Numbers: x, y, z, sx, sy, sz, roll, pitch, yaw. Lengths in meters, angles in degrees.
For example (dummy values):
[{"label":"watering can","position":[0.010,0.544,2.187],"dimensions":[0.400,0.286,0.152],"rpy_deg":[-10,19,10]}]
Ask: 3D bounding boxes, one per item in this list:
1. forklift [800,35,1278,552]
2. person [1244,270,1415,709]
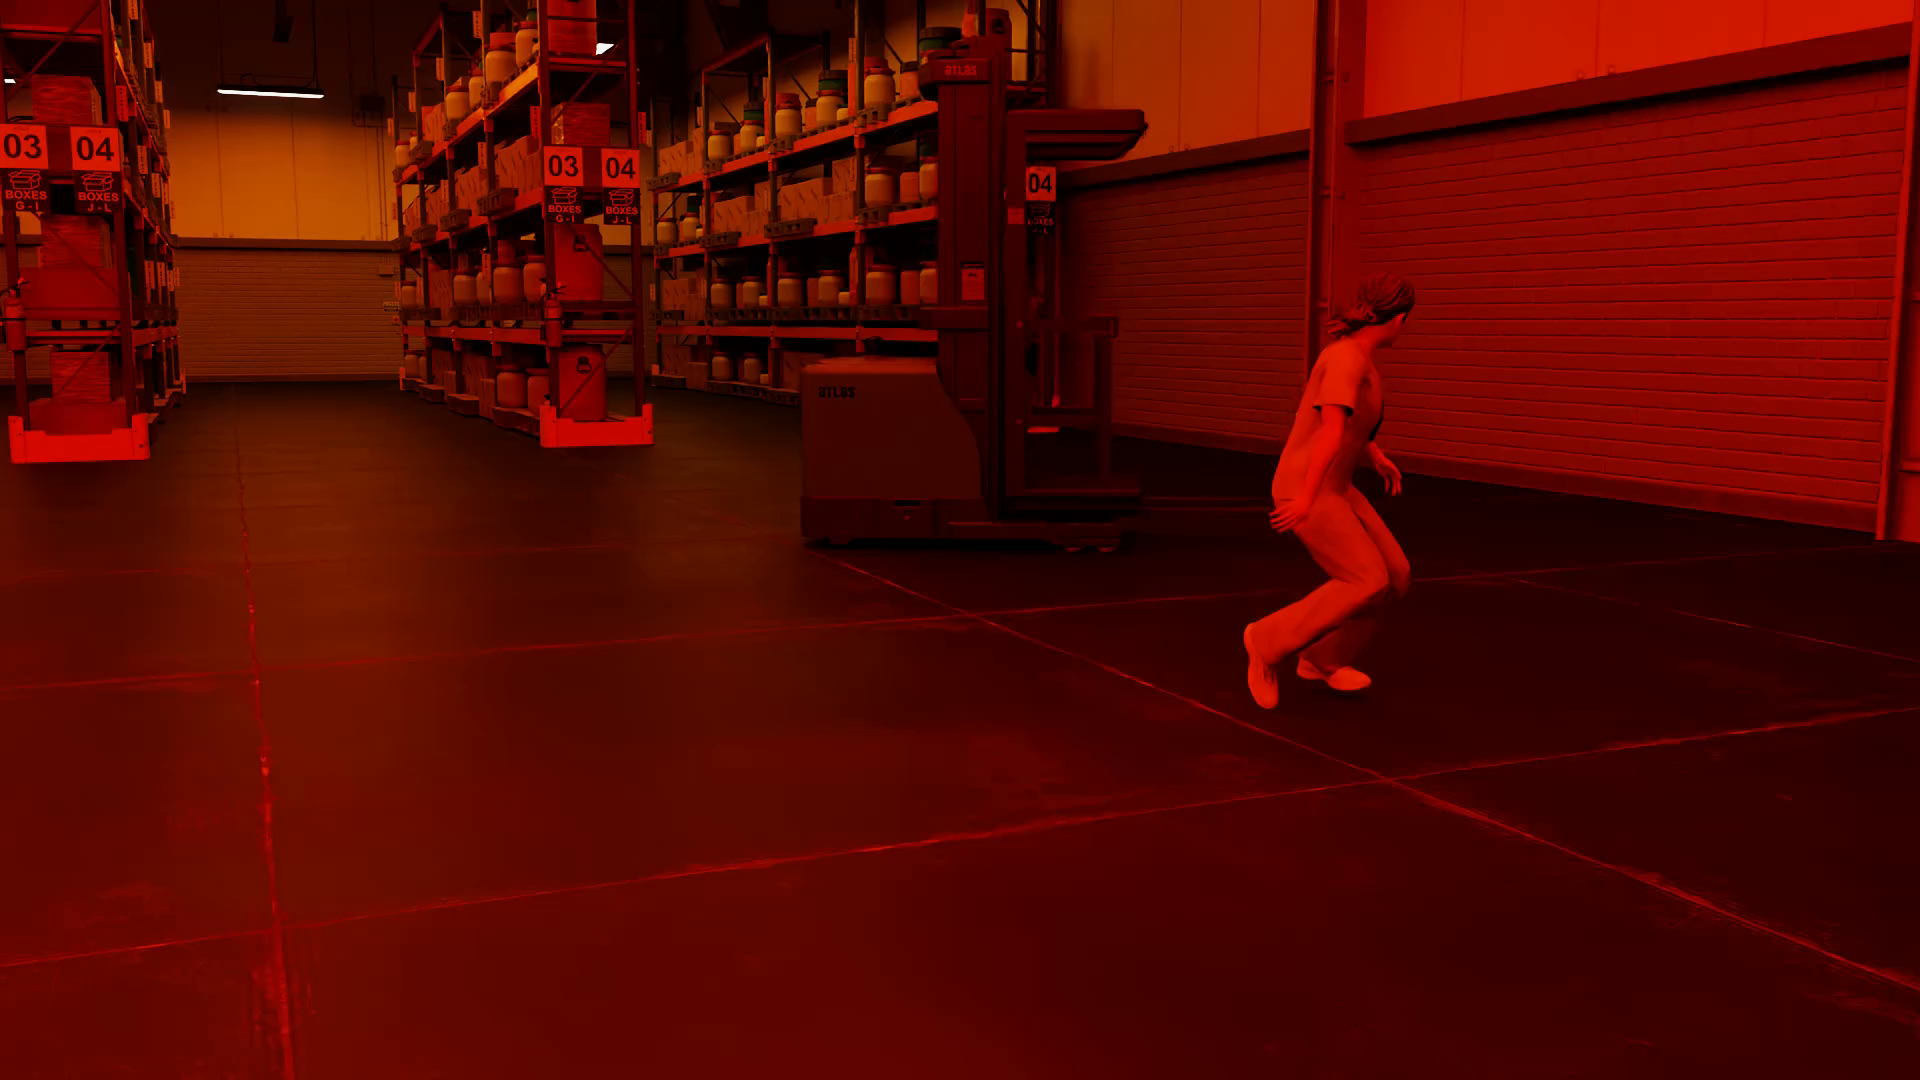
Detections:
[{"label":"forklift","position":[0.592,-1.455,9.976],"dimensions":[3.031,2.935,1.130],"rpy_deg":[0,8,2]},{"label":"person","position":[1.263,-0.165,5.703],"dimensions":[0.526,1.504,0.847],"rpy_deg":[3,8,25]}]
